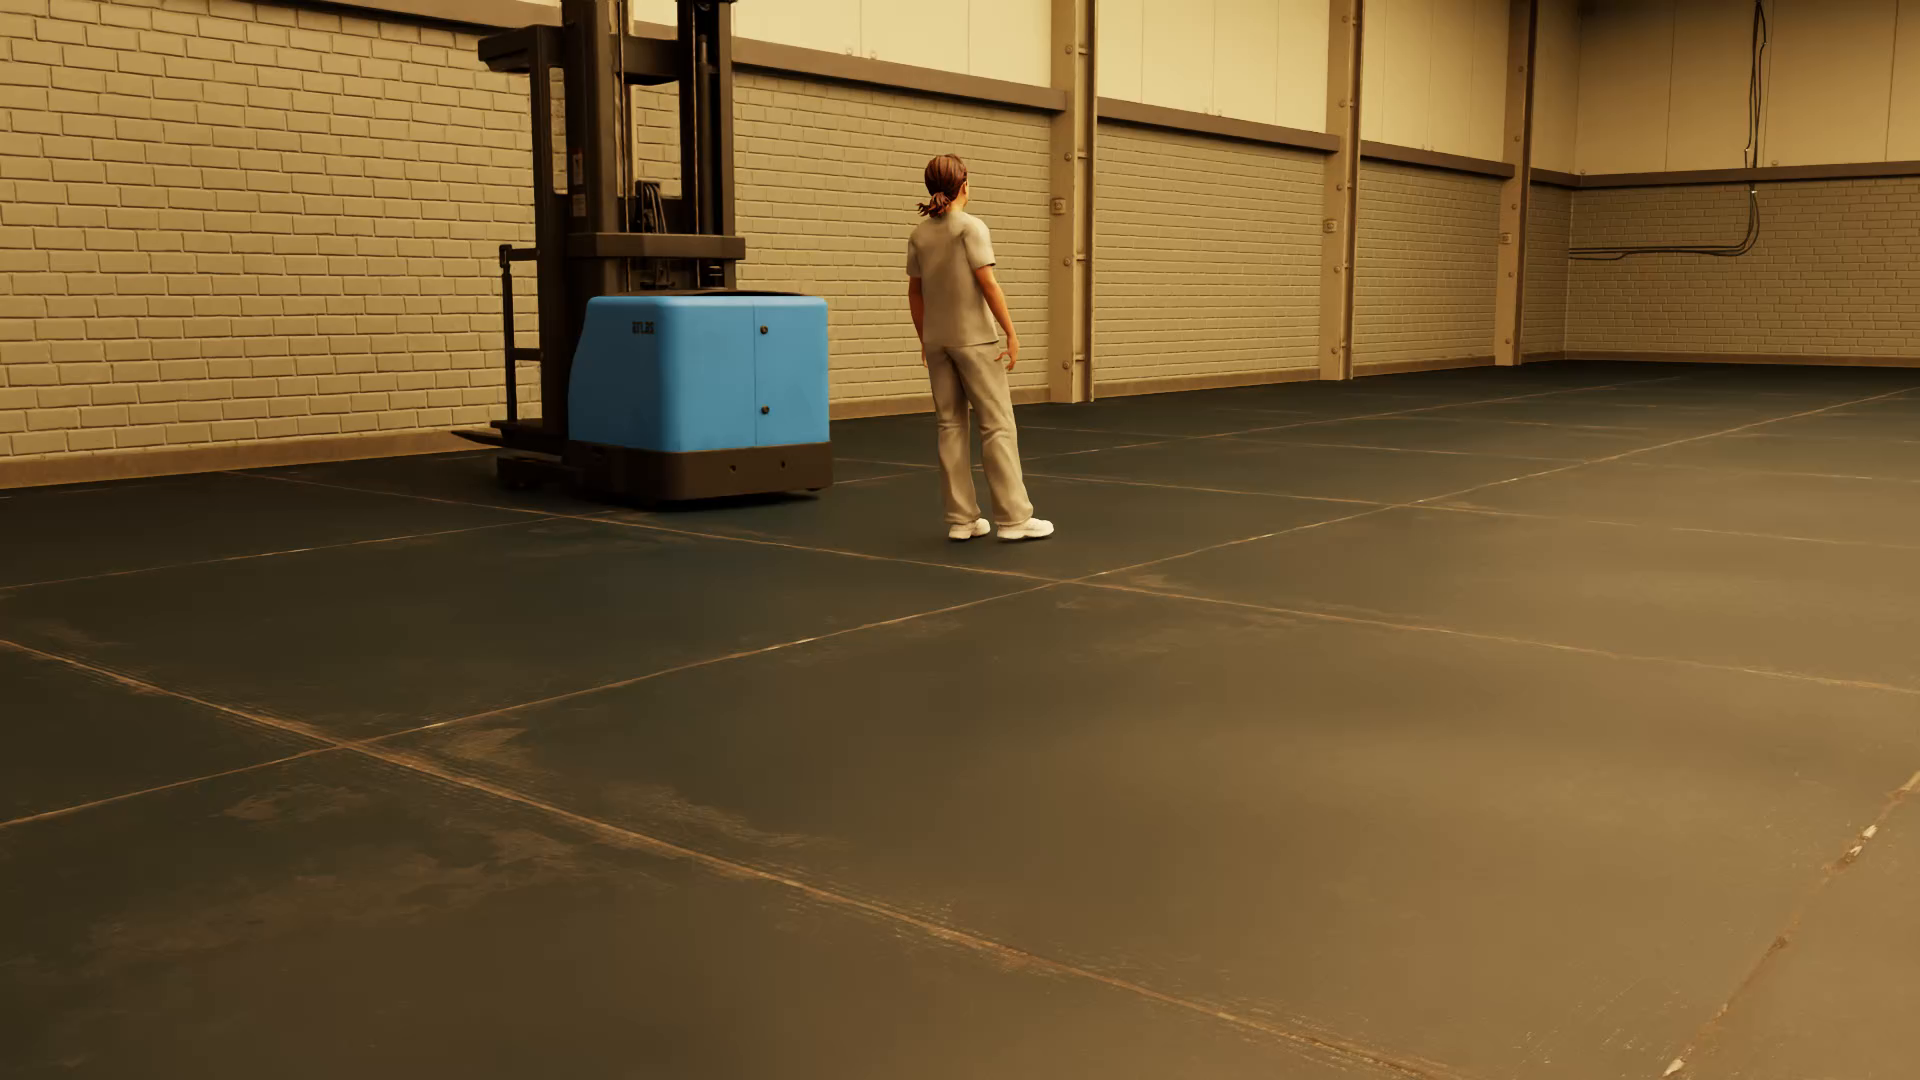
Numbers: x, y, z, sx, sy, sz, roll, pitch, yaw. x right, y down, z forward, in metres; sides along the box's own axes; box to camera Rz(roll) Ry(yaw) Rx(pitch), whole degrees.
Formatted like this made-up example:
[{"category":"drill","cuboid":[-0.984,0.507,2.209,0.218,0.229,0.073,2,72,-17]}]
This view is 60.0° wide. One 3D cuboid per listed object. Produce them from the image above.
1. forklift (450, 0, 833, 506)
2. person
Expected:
[{"category":"forklift","cuboid":[-2.014,-1.785,9.479,1.130,2.935,3.031,-7,11,-40]},{"category":"person","cuboid":[0.056,-0.843,7.331,0.550,1.675,0.549,7,11,38]}]
